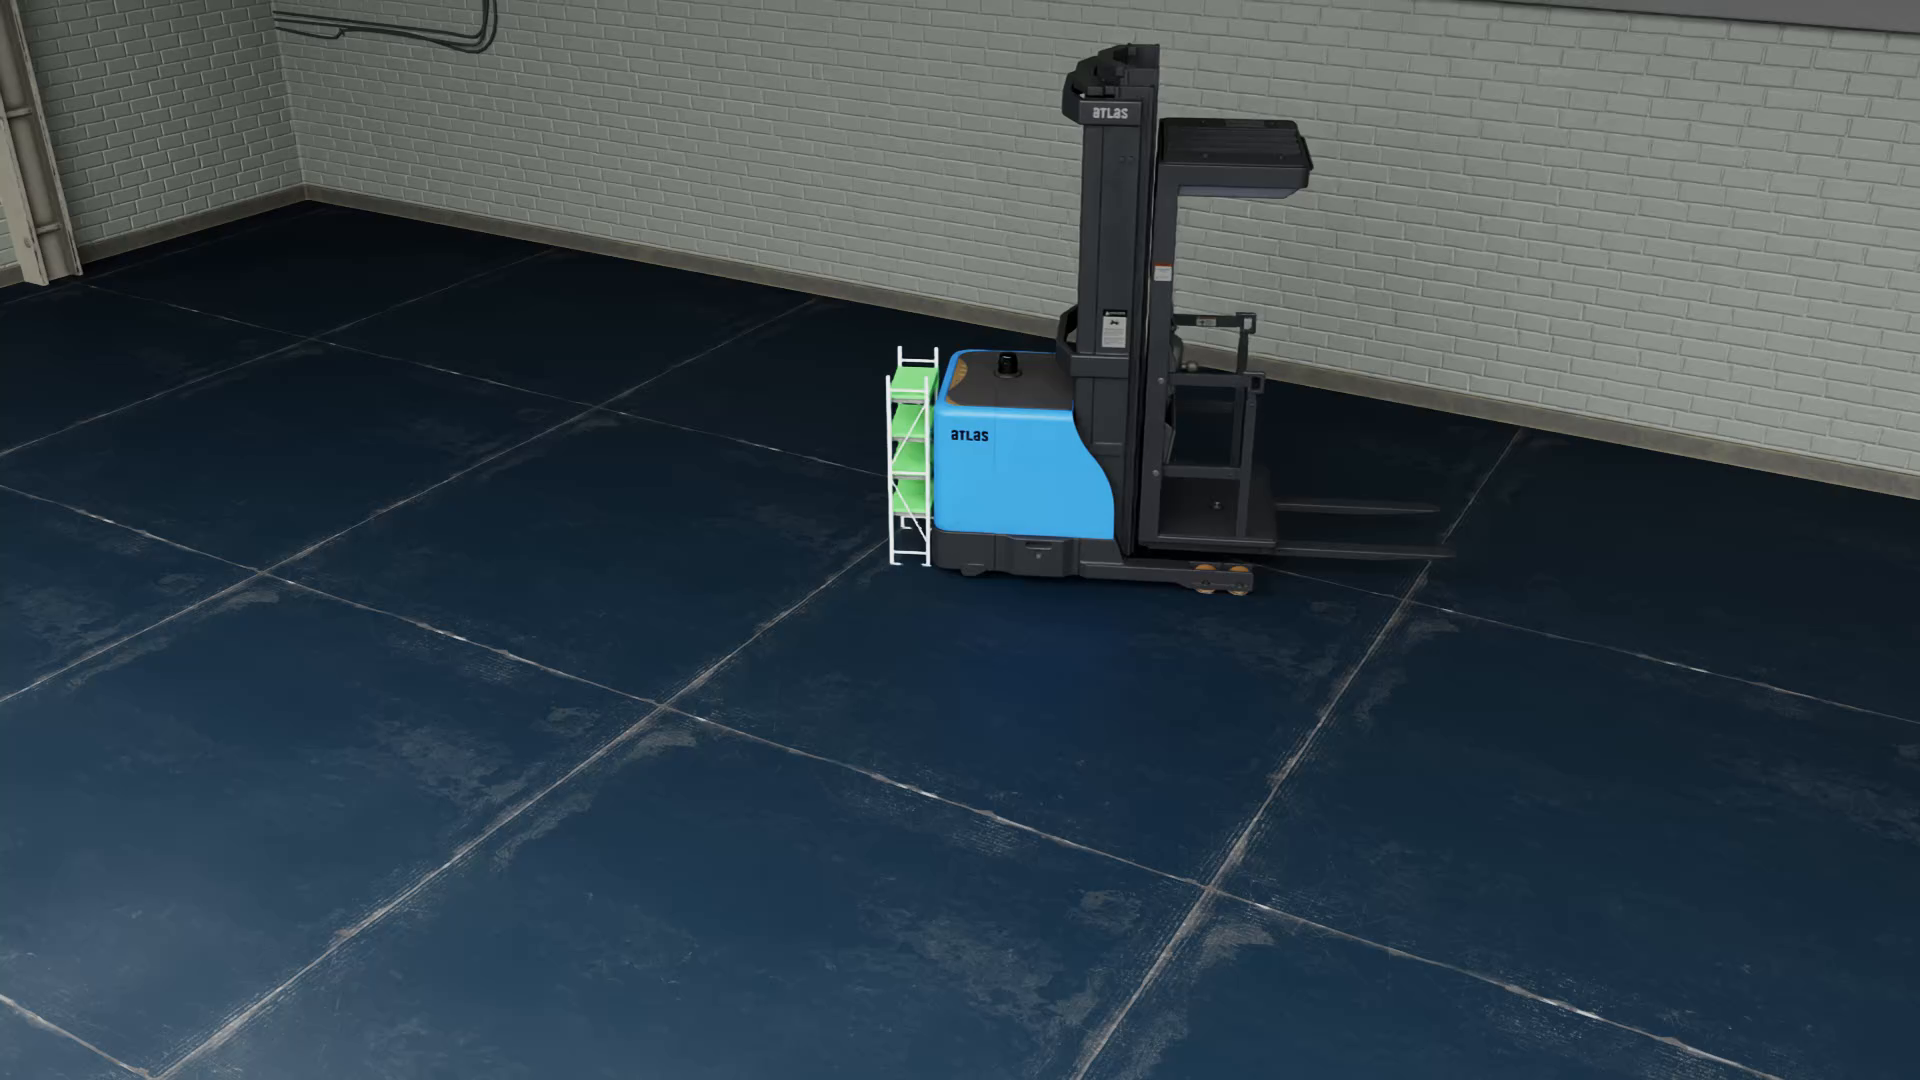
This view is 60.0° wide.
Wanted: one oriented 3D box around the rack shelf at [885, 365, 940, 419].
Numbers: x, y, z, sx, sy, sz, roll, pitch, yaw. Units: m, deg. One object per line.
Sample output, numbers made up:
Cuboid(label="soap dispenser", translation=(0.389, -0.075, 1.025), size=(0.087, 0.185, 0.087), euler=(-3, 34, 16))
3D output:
Cuboid(label="rack shelf", translation=(-0.273, -0.869, 9.716), size=(0.258, 0.148, 0.480), euler=(3, 27, 5))

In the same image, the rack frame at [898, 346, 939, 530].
Cuboid(label="rack frame", translation=(-0.249, -0.606, 10.119), size=(0.240, 1.200, 0.015), euler=(3, 27, 5))

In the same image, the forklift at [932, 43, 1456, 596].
Cuboid(label="forklift", translation=(1.389, -1.242, 9.457), size=(3.031, 2.935, 1.130), euler=(3, 27, 6))

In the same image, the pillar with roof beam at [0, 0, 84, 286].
Cuboid(label="pillar with roof beam", translation=(-4.419, -5.443, 11.070), size=(9.100, 9.000, 0.400), euler=(14, 30, 26))

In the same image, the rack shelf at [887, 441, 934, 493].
Cuboid(label="rack shelf", translation=(-0.273, -0.440, 9.931), size=(0.258, 0.148, 0.480), euler=(3, 27, 5))

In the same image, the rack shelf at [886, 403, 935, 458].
Cuboid(label="rack shelf", translation=(-0.273, -0.654, 9.823), size=(0.258, 0.148, 0.480), euler=(3, 27, 5))

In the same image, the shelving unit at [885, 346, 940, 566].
Cuboid(label="shelving unit", translation=(-0.273, -0.497, 9.902), size=(0.258, 1.200, 0.503), euler=(3, 27, 5))

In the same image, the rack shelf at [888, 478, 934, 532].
Cuboid(label="rack shelf", translation=(-0.273, -0.225, 10.038), size=(0.258, 0.148, 0.480), euler=(3, 27, 5))

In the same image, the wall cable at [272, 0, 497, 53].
Cuboid(label="wall cable", translation=(-5.567, -5.859, 15.371), size=(3.097, 2.526, 0.112), euler=(14, 30, 26))

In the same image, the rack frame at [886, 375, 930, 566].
Cuboid(label="rack frame", translation=(-0.298, -0.388, 9.685), size=(0.240, 1.200, 0.015), euler=(3, 27, 5))
